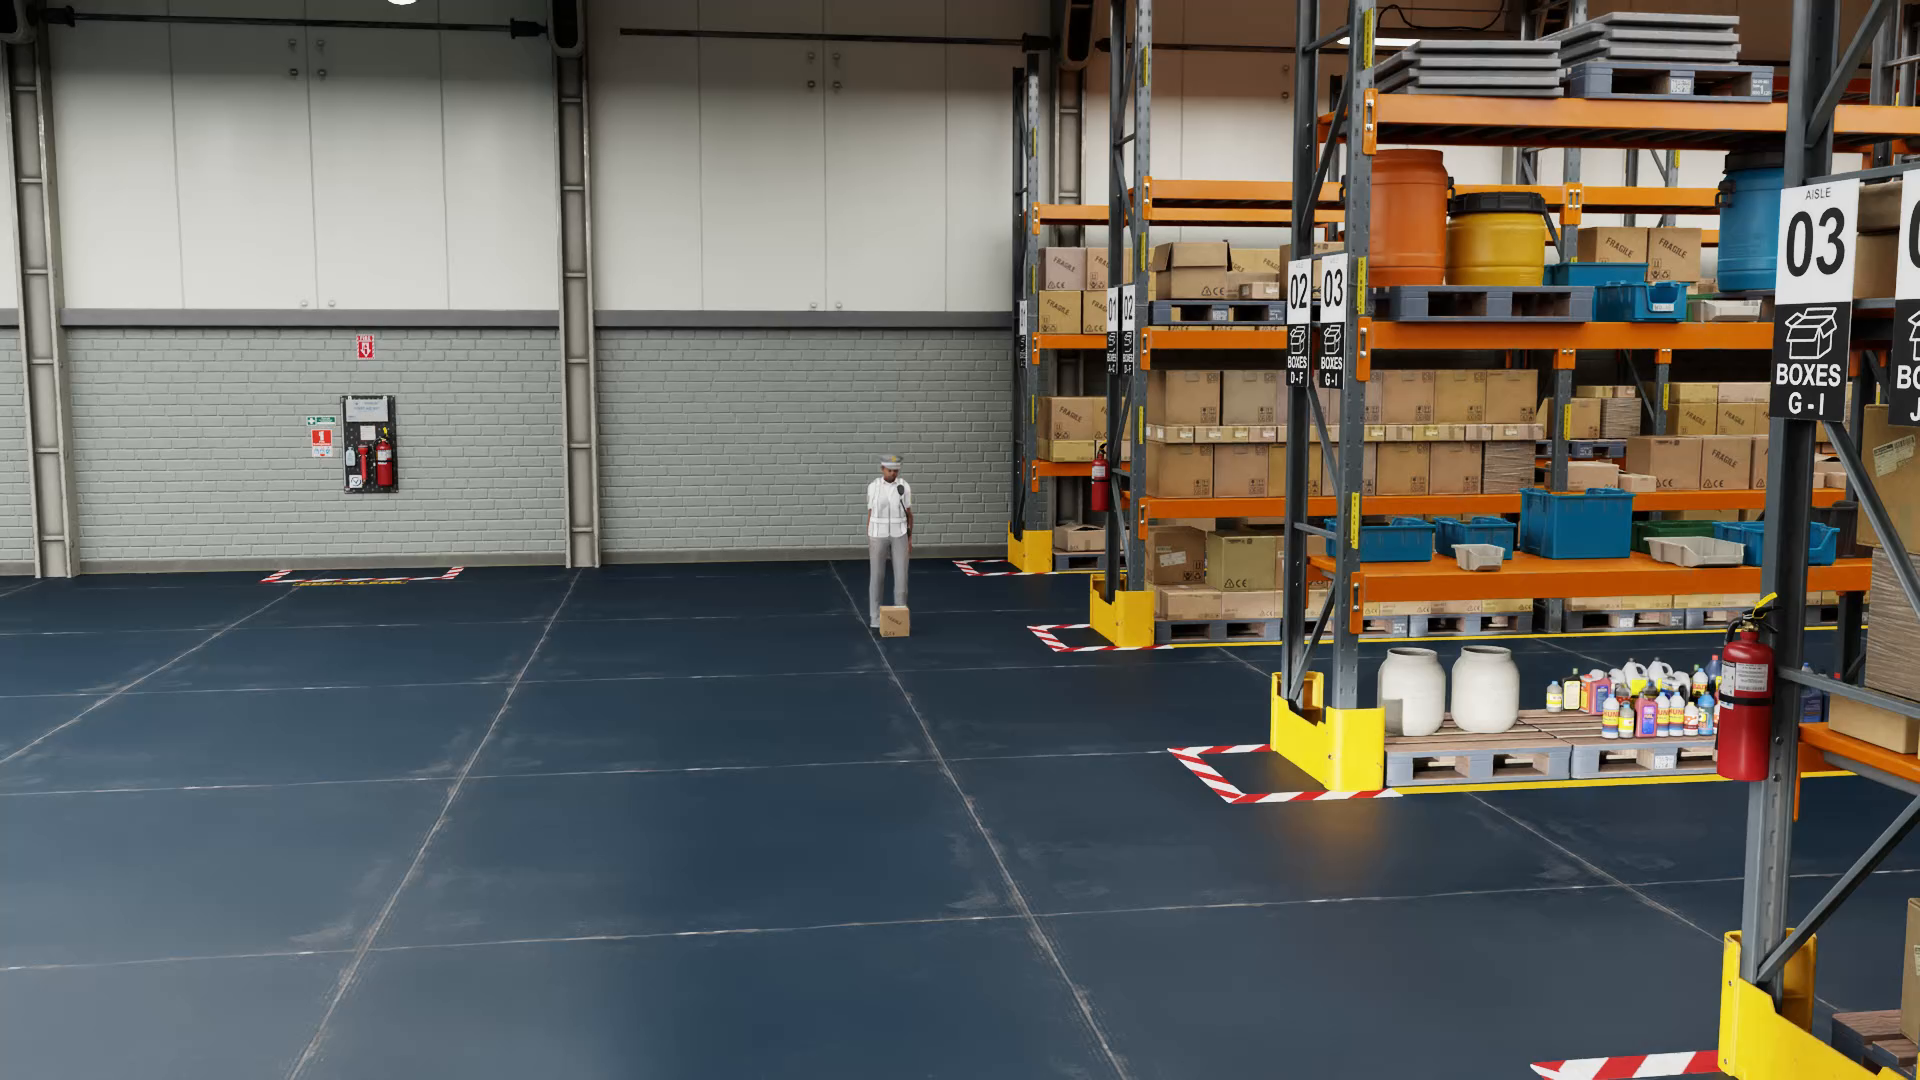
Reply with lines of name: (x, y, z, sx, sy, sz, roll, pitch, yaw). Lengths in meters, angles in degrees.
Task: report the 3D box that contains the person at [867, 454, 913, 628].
person: (-0.661, 0.004, 15.851, 0.438, 1.658, 0.340, -1, 7, -8)
